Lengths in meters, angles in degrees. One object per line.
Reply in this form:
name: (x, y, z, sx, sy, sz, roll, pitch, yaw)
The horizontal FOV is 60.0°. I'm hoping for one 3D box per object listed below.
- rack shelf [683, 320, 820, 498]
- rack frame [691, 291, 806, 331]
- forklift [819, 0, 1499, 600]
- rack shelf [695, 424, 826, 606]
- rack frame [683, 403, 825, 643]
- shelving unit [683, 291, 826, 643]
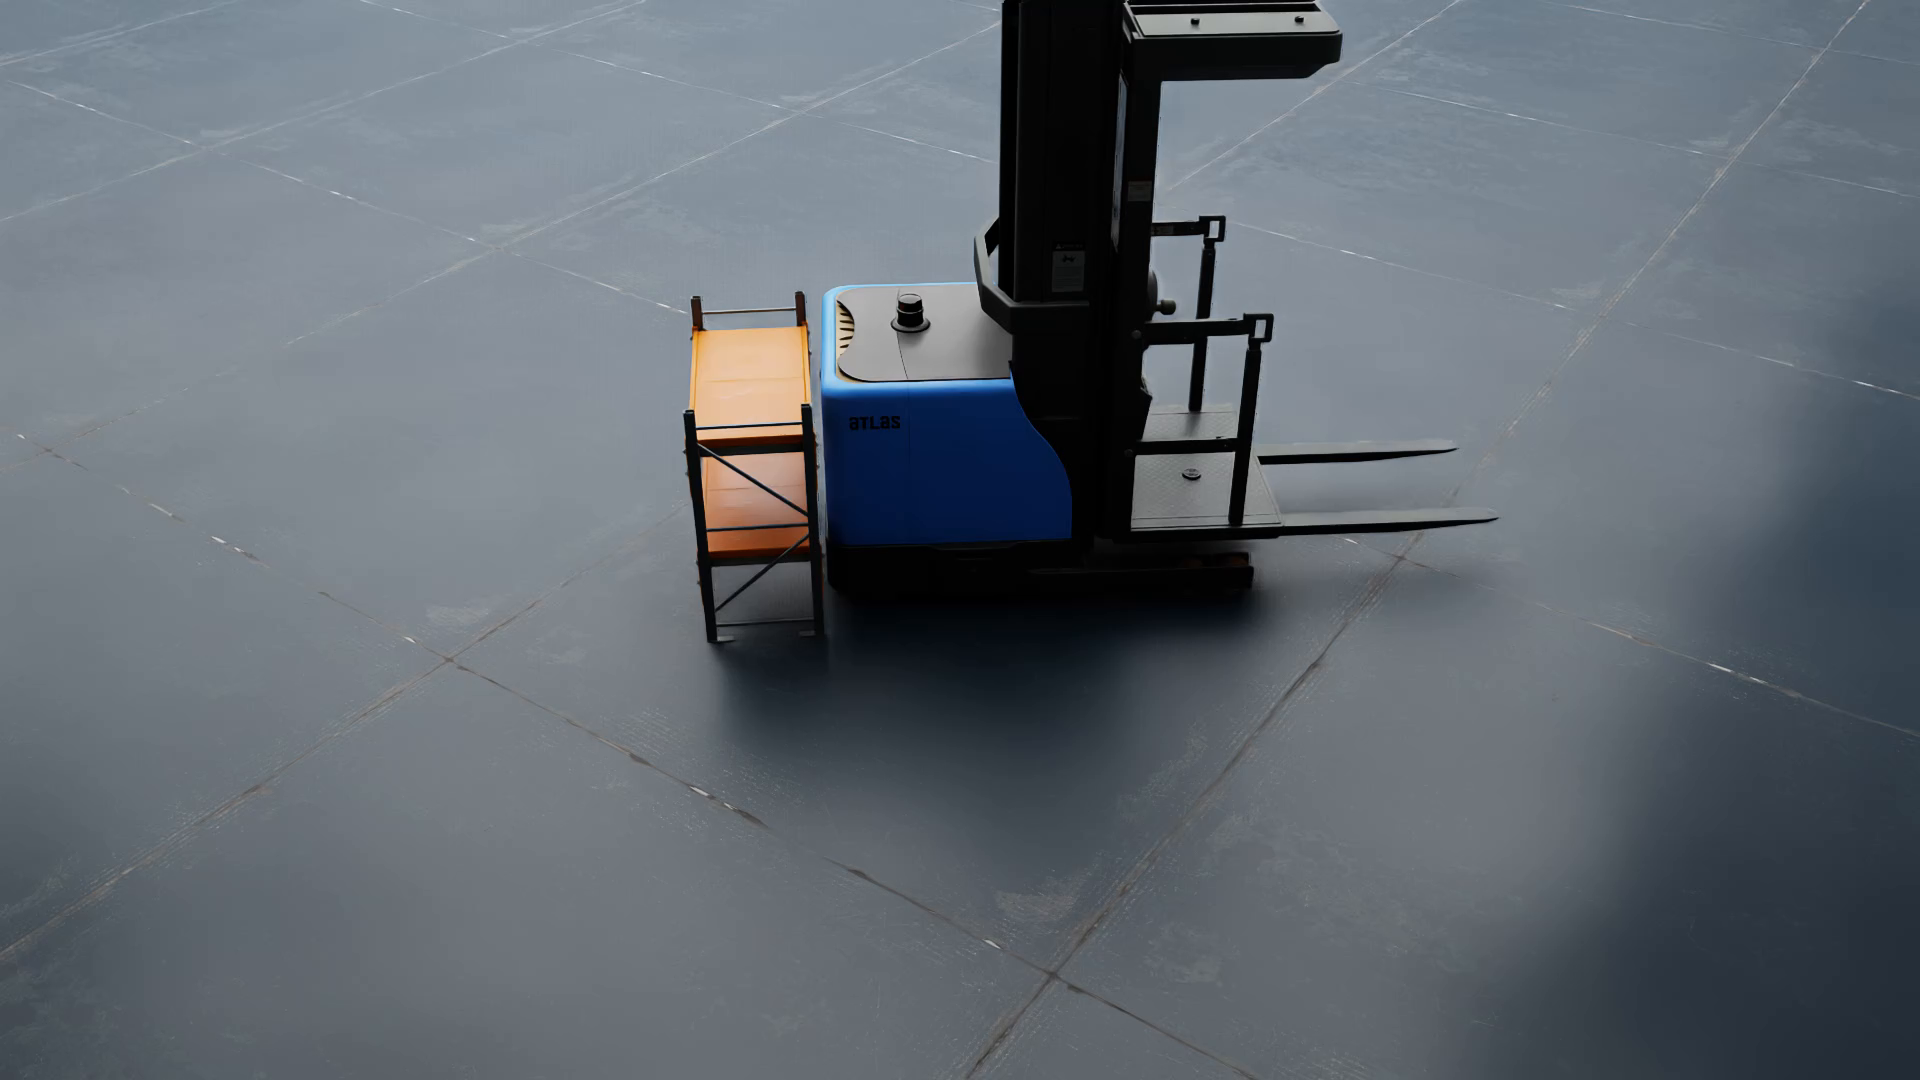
rack shelf: (-0.884, -0.575, 7.074, 0.538, 0.278, 1.000, -3, 34, -5)
rack frame: (-0.937, -0.616, 7.656, 0.500, 1.125, 0.032, -3, 34, -5)
forklift: (0.902, -1.263, 7.002, 3.031, 2.935, 1.130, -2, 34, -3)
rack shelf: (-0.884, -0.130, 7.375, 0.538, 0.278, 1.000, -3, 34, -5)
rack frame: (-0.831, -0.049, 6.819, 0.500, 1.125, 0.032, -3, 34, -5)
shelving unit: (-0.884, -0.333, 7.238, 0.538, 1.125, 1.048, -3, 34, -5)
